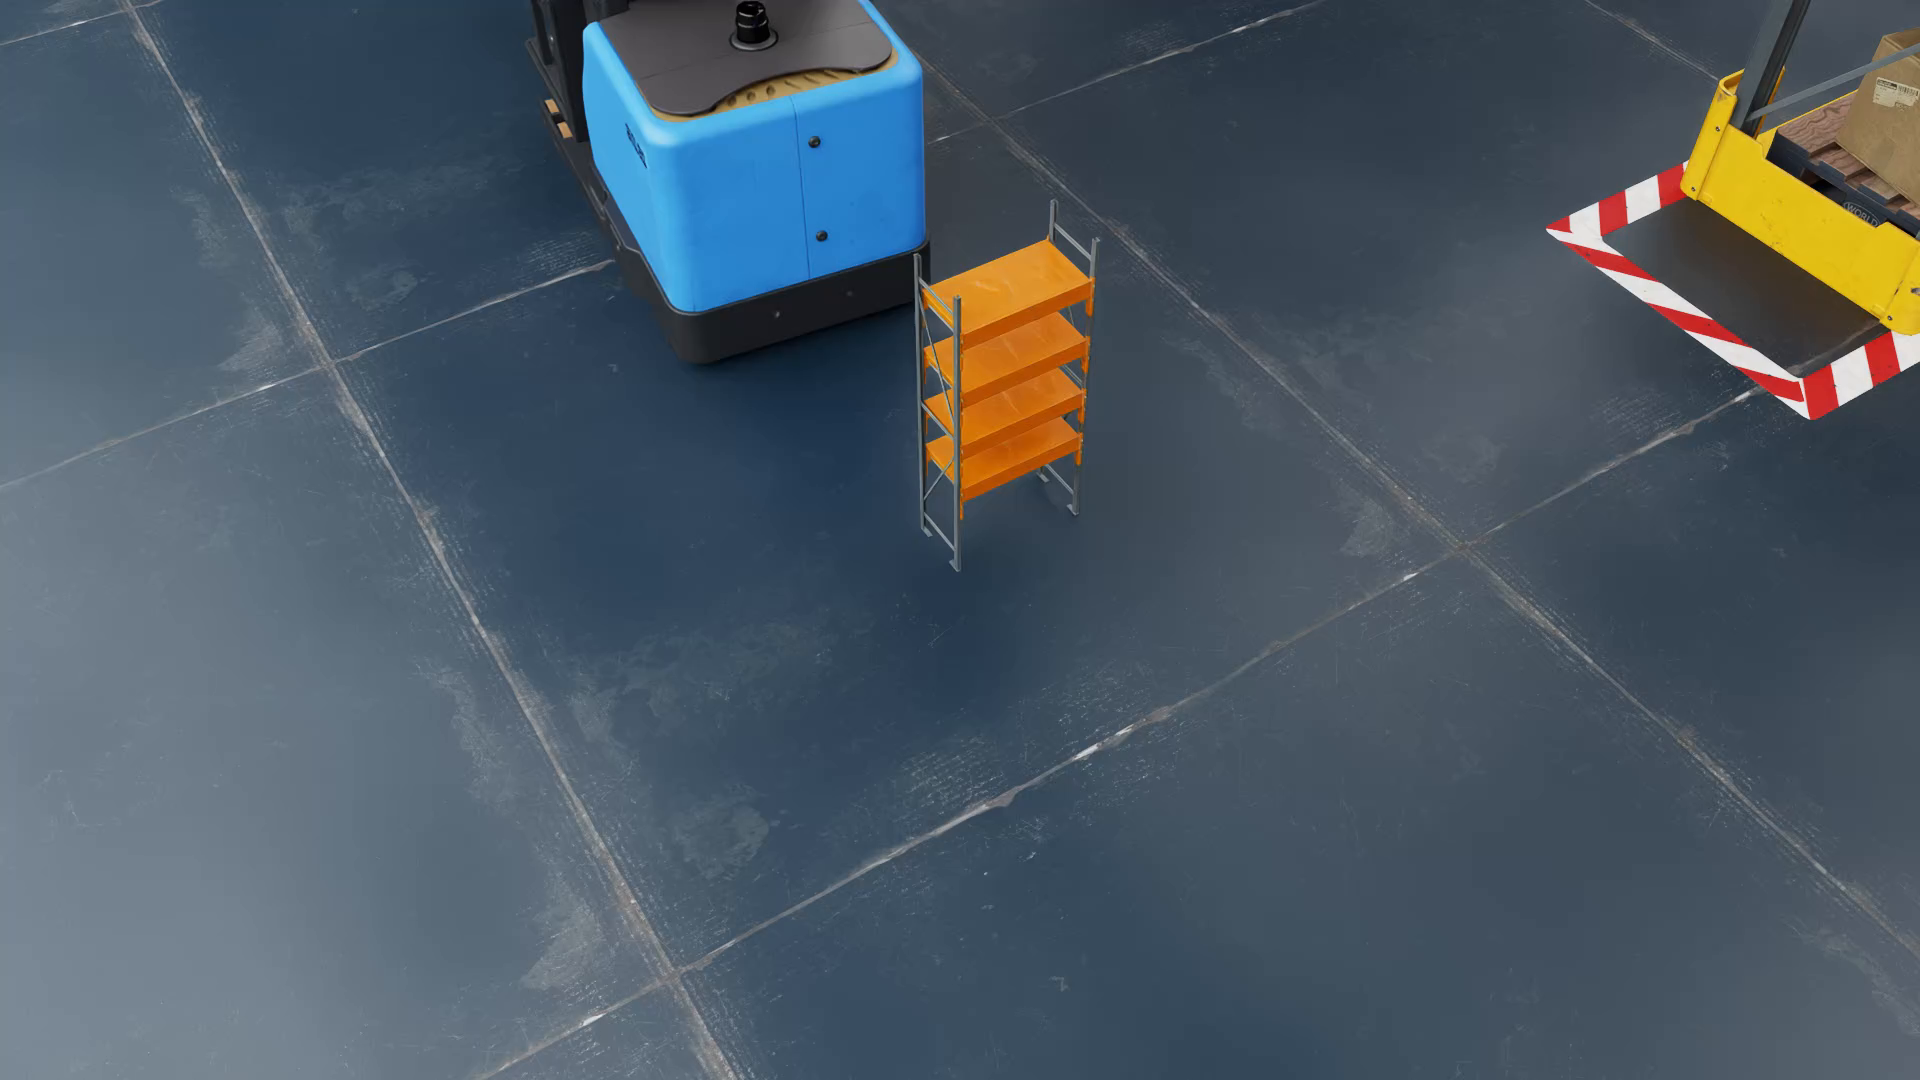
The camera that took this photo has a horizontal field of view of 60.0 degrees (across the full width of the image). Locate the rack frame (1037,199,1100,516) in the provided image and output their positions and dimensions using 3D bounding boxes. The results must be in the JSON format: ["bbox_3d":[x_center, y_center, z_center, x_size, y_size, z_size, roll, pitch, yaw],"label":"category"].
[{"bbox_3d":[0.346,-0.562,5.447,0.015,1.200,0.240,-25,53,-21],"label":"rack frame"}]

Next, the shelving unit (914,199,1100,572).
[{"bbox_3d":[0.140,-0.465,5.361,0.503,1.200,0.258,-25,53,-21],"label":"shelving unit"}]

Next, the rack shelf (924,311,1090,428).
[{"bbox_3d":[0.140,-0.569,5.244,0.480,0.148,0.258,-25,53,-21],"label":"rack shelf"}]

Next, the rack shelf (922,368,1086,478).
[{"bbox_3d":[0.140,-0.420,5.411,0.480,0.148,0.258,-25,53,-21],"label":"rack shelf"}]

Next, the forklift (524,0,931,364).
[{"bbox_3d":[-1.198,-2.752,6.238,1.130,2.935,3.031,-19,51,-16],"label":"forklift"}]

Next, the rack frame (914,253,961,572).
[{"bbox_3d":[-0.066,-0.368,5.274,0.015,1.200,0.240,-25,53,-21],"label":"rack frame"}]

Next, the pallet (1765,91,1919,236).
[{"bbox_3d":[4.206,-1.585,7.020,1.213,0.211,1.003,-25,53,-21],"label":"pallet"}]

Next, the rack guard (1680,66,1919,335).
[{"bbox_3d":[3.501,-1.380,6.644,0.348,0.500,1.175,-25,53,-21],"label":"rack guard"}]

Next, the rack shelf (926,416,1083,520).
[{"bbox_3d":[0.140,-0.288,5.559,0.480,0.148,0.258,-25,53,-21],"label":"rack shelf"}]

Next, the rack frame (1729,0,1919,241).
[{"bbox_3d":[3.436,-2.181,5.683,0.127,3.000,1.000,-25,53,-21],"label":"rack frame"}]

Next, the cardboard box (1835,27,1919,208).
[{"bbox_3d":[3.973,-1.727,6.672,0.500,0.500,0.500,-16,50,-14],"label":"cardboard box"}]

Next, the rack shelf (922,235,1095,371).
[{"bbox_3d":[0.140,-0.726,5.067,0.480,0.148,0.258,-25,53,-21],"label":"rack shelf"}]
